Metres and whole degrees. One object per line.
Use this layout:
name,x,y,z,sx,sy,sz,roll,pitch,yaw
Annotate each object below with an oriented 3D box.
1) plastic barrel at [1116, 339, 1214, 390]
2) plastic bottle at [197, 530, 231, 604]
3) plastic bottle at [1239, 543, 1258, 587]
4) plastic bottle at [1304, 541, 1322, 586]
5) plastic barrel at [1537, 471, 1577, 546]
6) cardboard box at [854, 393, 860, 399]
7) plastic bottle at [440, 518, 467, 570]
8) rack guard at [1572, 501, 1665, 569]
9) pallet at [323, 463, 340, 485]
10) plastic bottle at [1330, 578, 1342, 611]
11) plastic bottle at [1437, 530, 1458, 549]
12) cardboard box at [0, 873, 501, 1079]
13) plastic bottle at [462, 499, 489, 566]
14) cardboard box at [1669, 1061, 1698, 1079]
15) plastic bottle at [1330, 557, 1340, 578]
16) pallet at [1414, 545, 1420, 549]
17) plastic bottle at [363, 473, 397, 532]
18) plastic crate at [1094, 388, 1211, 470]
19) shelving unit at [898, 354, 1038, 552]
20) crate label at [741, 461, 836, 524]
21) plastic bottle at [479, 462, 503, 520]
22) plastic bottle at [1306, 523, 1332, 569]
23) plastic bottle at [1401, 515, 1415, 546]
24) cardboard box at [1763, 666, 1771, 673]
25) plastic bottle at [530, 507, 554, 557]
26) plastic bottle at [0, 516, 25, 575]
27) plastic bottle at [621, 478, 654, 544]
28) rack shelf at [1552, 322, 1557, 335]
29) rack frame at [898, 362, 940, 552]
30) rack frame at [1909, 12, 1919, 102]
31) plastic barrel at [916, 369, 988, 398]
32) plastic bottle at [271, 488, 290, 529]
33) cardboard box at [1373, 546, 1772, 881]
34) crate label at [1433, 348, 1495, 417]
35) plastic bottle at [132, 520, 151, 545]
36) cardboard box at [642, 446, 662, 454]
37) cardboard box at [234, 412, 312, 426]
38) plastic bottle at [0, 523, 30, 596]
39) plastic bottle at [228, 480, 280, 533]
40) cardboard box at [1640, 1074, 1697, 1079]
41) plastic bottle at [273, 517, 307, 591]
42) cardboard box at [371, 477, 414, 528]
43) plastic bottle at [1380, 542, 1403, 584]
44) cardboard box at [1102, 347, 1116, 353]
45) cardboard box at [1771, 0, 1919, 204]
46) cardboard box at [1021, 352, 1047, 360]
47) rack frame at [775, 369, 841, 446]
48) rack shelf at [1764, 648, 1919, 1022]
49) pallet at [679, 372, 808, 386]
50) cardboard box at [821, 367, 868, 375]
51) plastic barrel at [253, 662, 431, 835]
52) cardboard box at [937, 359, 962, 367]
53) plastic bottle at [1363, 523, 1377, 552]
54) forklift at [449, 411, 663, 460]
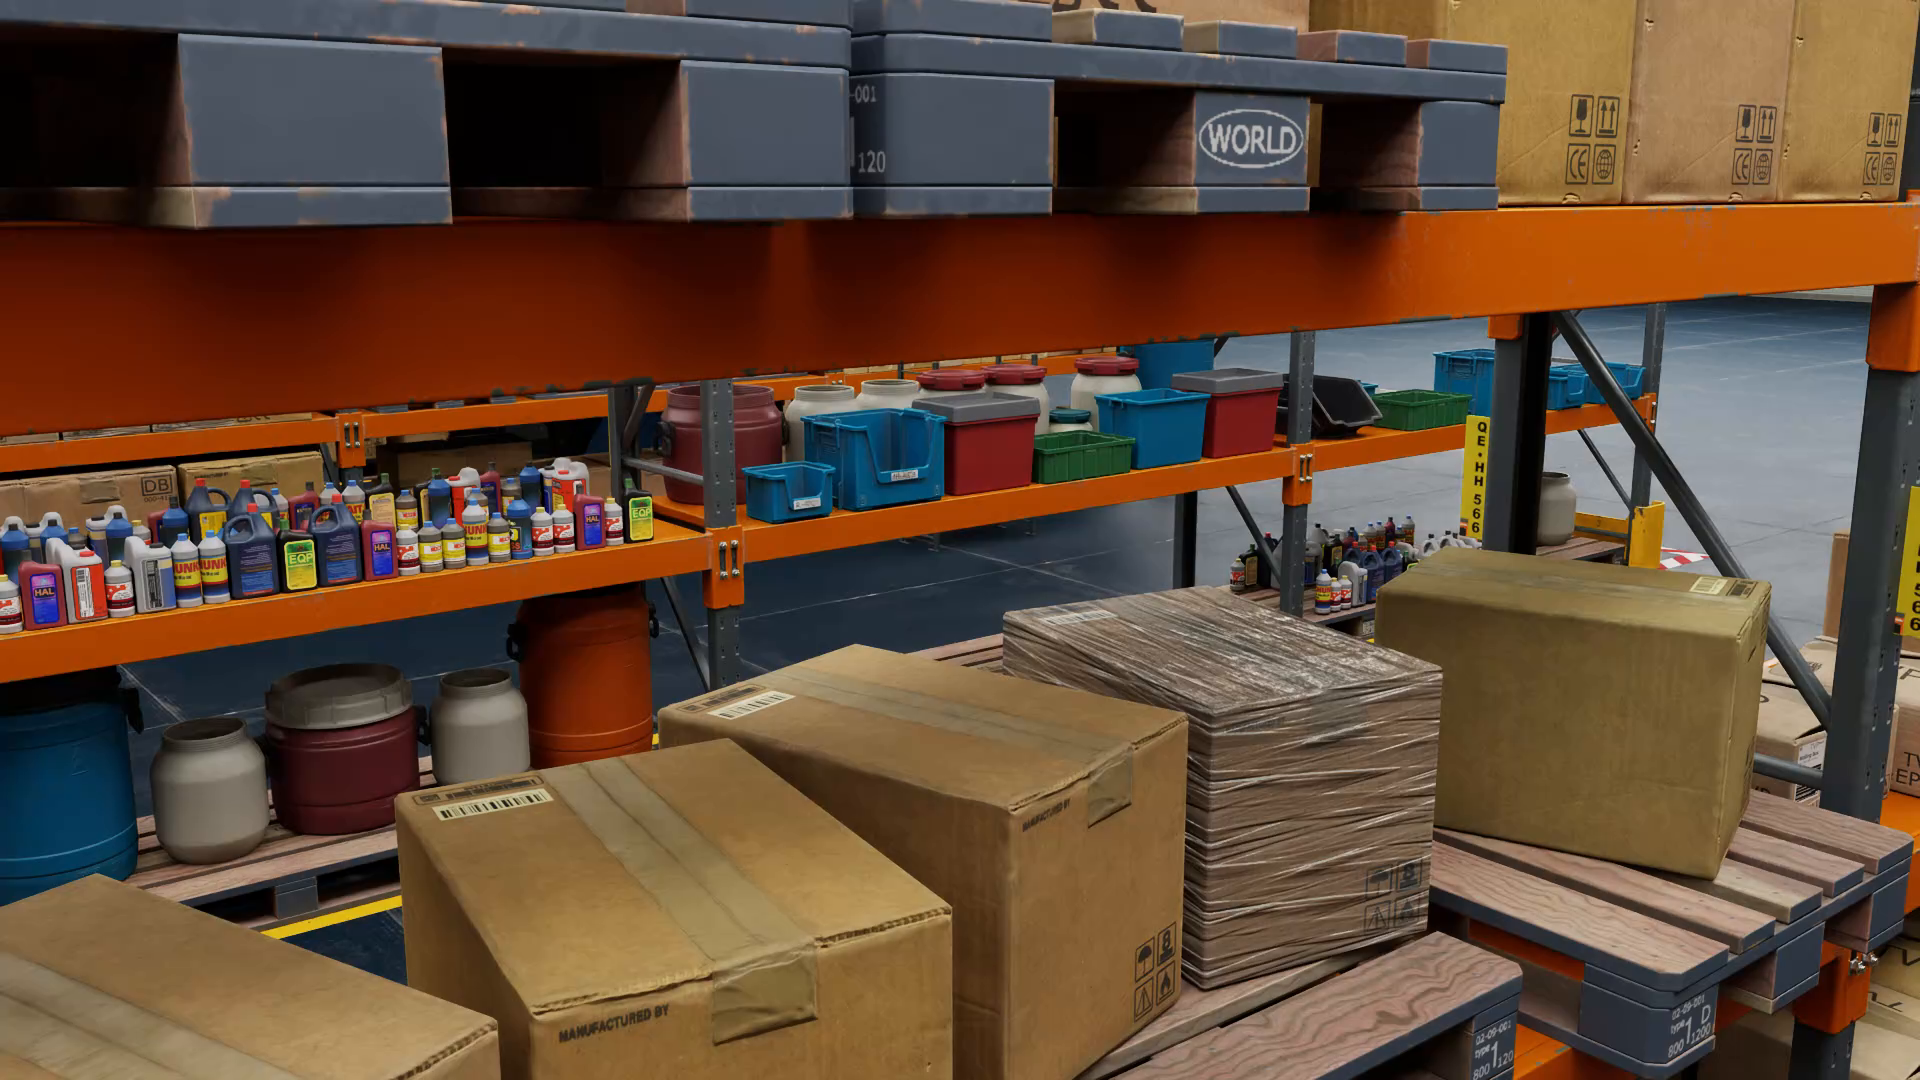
plastic barrel,1.262,-1.074,10.261,0.708,0.901,0.600,-9,15,-38
plastic bottle,-2.807,0.099,6.251,0.097,0.271,0.097,0,12,0
plastic bottle,1.922,0.167,11.100,0.133,0.283,0.061,-9,15,-35
plastic bottle,2.338,0.152,11.188,0.135,0.276,0.152,-9,15,-38
plastic barrel,4.410,-0.240,12.516,0.421,0.512,0.421,0,12,0
cardboard box,-1.726,-2.038,20.107,0.875,0.875,0.875,-9,15,-37
plastic bottle,-2.082,0.013,6.825,0.097,0.201,0.097,0,12,0
rack guard,4.846,-0.109,12.939,0.348,0.500,1.175,-9,15,-38
pallet,-6.822,-0.658,16.220,1.213,0.211,1.003,-9,15,-38
plastic bottle,2.355,0.340,10.484,0.097,0.201,0.097,0,12,0
plastic bottle,3.267,0.109,11.212,0.185,0.351,0.144,-9,15,-35
cardboard box,-0.893,0.732,1.707,0.700,0.500,0.500,7,14,31
plastic bottle,-2.006,-0.034,6.878,0.097,0.271,0.097,0,12,0
cardboard box,1.976,1.250,4.779,0.500,0.311,0.500,-9,15,-36
plastic bottle,2.444,0.249,10.713,0.133,0.283,0.061,-9,15,-38
pallet,3.257,0.294,11.735,1.213,0.211,1.003,-9,15,-38
plastic bottle,-2.585,-0.150,7.397,0.133,0.283,0.061,-9,15,-38
plastic crate,1.086,-0.629,9.407,0.575,0.384,0.392,-9,15,-38
shelving unit,0.067,-0.745,13.525,1.048,1.500,0.538,-9,15,-38
crate label,-0.807,-0.223,7.861,0.416,0.233,0.303,-9,15,-38
plastic bottle,-2.196,-0.215,7.702,0.133,0.283,0.061,-9,15,-38
plastic bottle,2.478,0.053,11.475,0.185,0.351,0.144,-10,15,-38
plastic bottle,3.266,-0.045,12.129,0.097,0.271,0.097,0,12,0
cardboard box,2.251,0.454,4.874,0.250,0.149,0.380,-9,15,-38
plastic bottle,-1.778,-0.038,7.063,0.097,0.201,0.097,0,12,0
plastic bottle,-3.709,0.052,6.461,0.135,0.276,0.152,-9,15,-38
plastic bottle,-1.420,-0.132,7.312,0.133,0.283,0.061,-9,15,-38
rack shelf,3.283,-0.882,5.072,4.000,0.370,1.077,-9,15,-38
rack frame,-0.330,-0.679,13.214,0.032,1.500,0.500,-9,15,-38
rack frame,1.721,-2.442,3.464,0.127,3.000,1.000,-9,15,-38
plastic barrel,-0.042,-0.657,9.173,0.433,0.535,0.433,0,12,0
plastic bottle,-2.920,-0.084,7.113,0.097,0.271,0.097,0,12,0
cardboard box,1.300,0.338,3.562,0.700,0.500,0.500,7,14,31
crate label,3.608,-1.084,11.427,0.616,0.435,0.502,-9,15,-38
plastic bottle,-3.350,0.022,6.784,0.097,0.201,0.097,0,12,0
cardboard box,-2.218,-0.491,13.679,0.500,0.500,0.700,-10,15,-38
cardboard box,-4.695,-1.059,11.155,0.500,0.500,0.500,-9,15,-36
plastic bottle,-3.617,0.072,6.377,0.097,0.271,0.097,0,12,0
plastic bottle,-2.920,-0.076,6.885,0.185,0.351,0.144,-9,15,-38
cardboard box,1.979,1.524,4.837,0.500,0.250,0.500,-9,15,-36
plastic bottle,-2.599,0.047,6.466,0.133,0.283,0.061,-9,15,-38
cardboard box,-3.954,-0.197,12.295,0.500,0.500,0.700,-10,16,-41
plastic bottle,2.790,0.188,10.838,0.185,0.351,0.144,-10,16,-40
cardboard box,1.330,-1.886,15.895,0.250,0.149,0.380,-9,15,-38
cardboard box,1.401,-0.961,3.473,0.500,0.500,0.910,-9,15,-38
cardboard box,0.583,-1.748,15.242,0.250,0.149,0.380,-9,15,-38
rack frame,-1.341,-1.634,14.100,0.127,3.000,1.000,-9,15,-38
rack shelf,3.283,0.585,5.384,4.000,0.370,1.077,-9,15,-38
pallet,-2.029,-1.464,13.764,1.213,0.211,1.003,-9,15,-38
cardboard box,-0.986,-1.490,14.028,0.250,0.149,0.380,-9,15,-38
plastic barrel,-2.624,0.876,7.078,0.708,0.588,0.600,-9,15,-38
cardboard box,-0.194,-1.617,14.626,0.250,0.149,0.380,-9,15,-38
plastic bottle,2.920,0.012,11.859,0.097,0.271,0.097,0,12,0
forklift,-3.861,-1.580,14.012,3.031,2.935,1.130,-10,15,-39
